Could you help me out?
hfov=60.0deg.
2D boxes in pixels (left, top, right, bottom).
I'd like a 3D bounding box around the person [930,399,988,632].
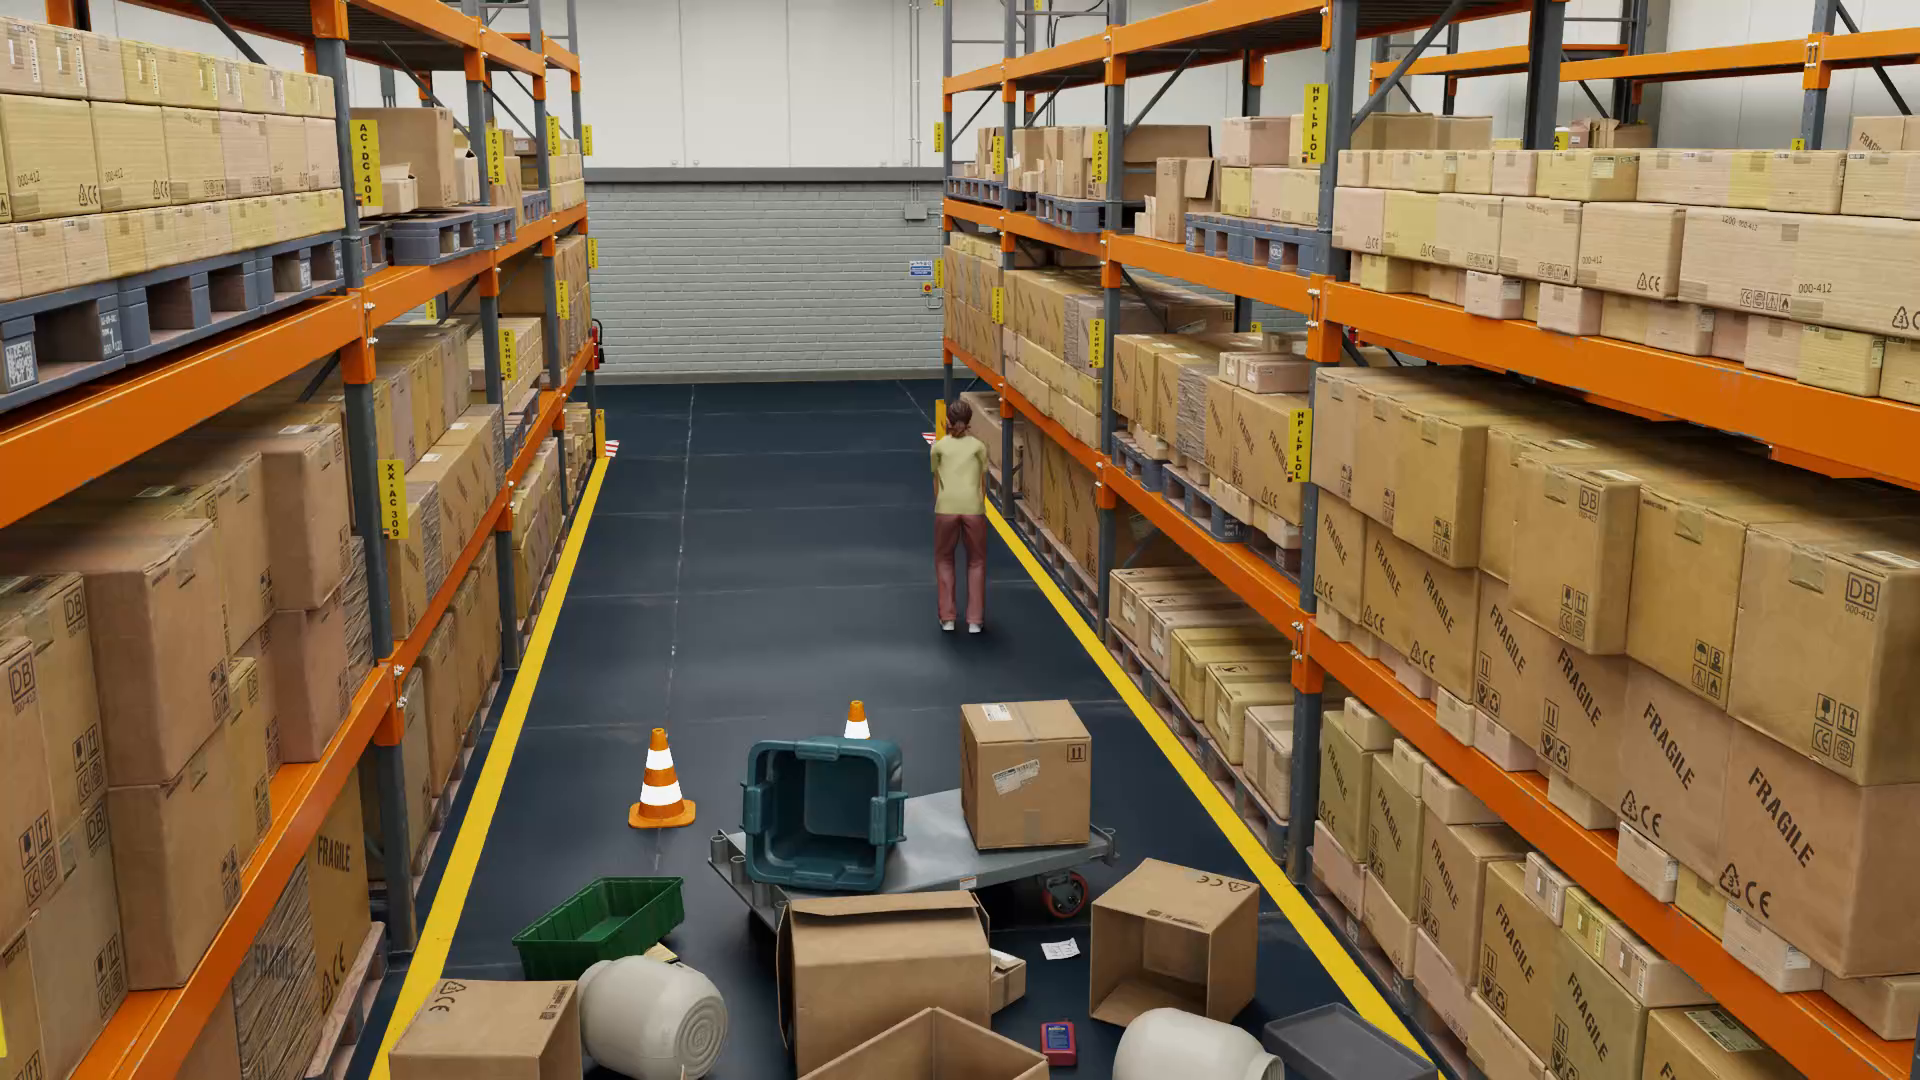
[{"bbox_3d":[-0.006,-0.178,11.830,0.407,1.644,0.527,0,13,0],"label":"person"}]
